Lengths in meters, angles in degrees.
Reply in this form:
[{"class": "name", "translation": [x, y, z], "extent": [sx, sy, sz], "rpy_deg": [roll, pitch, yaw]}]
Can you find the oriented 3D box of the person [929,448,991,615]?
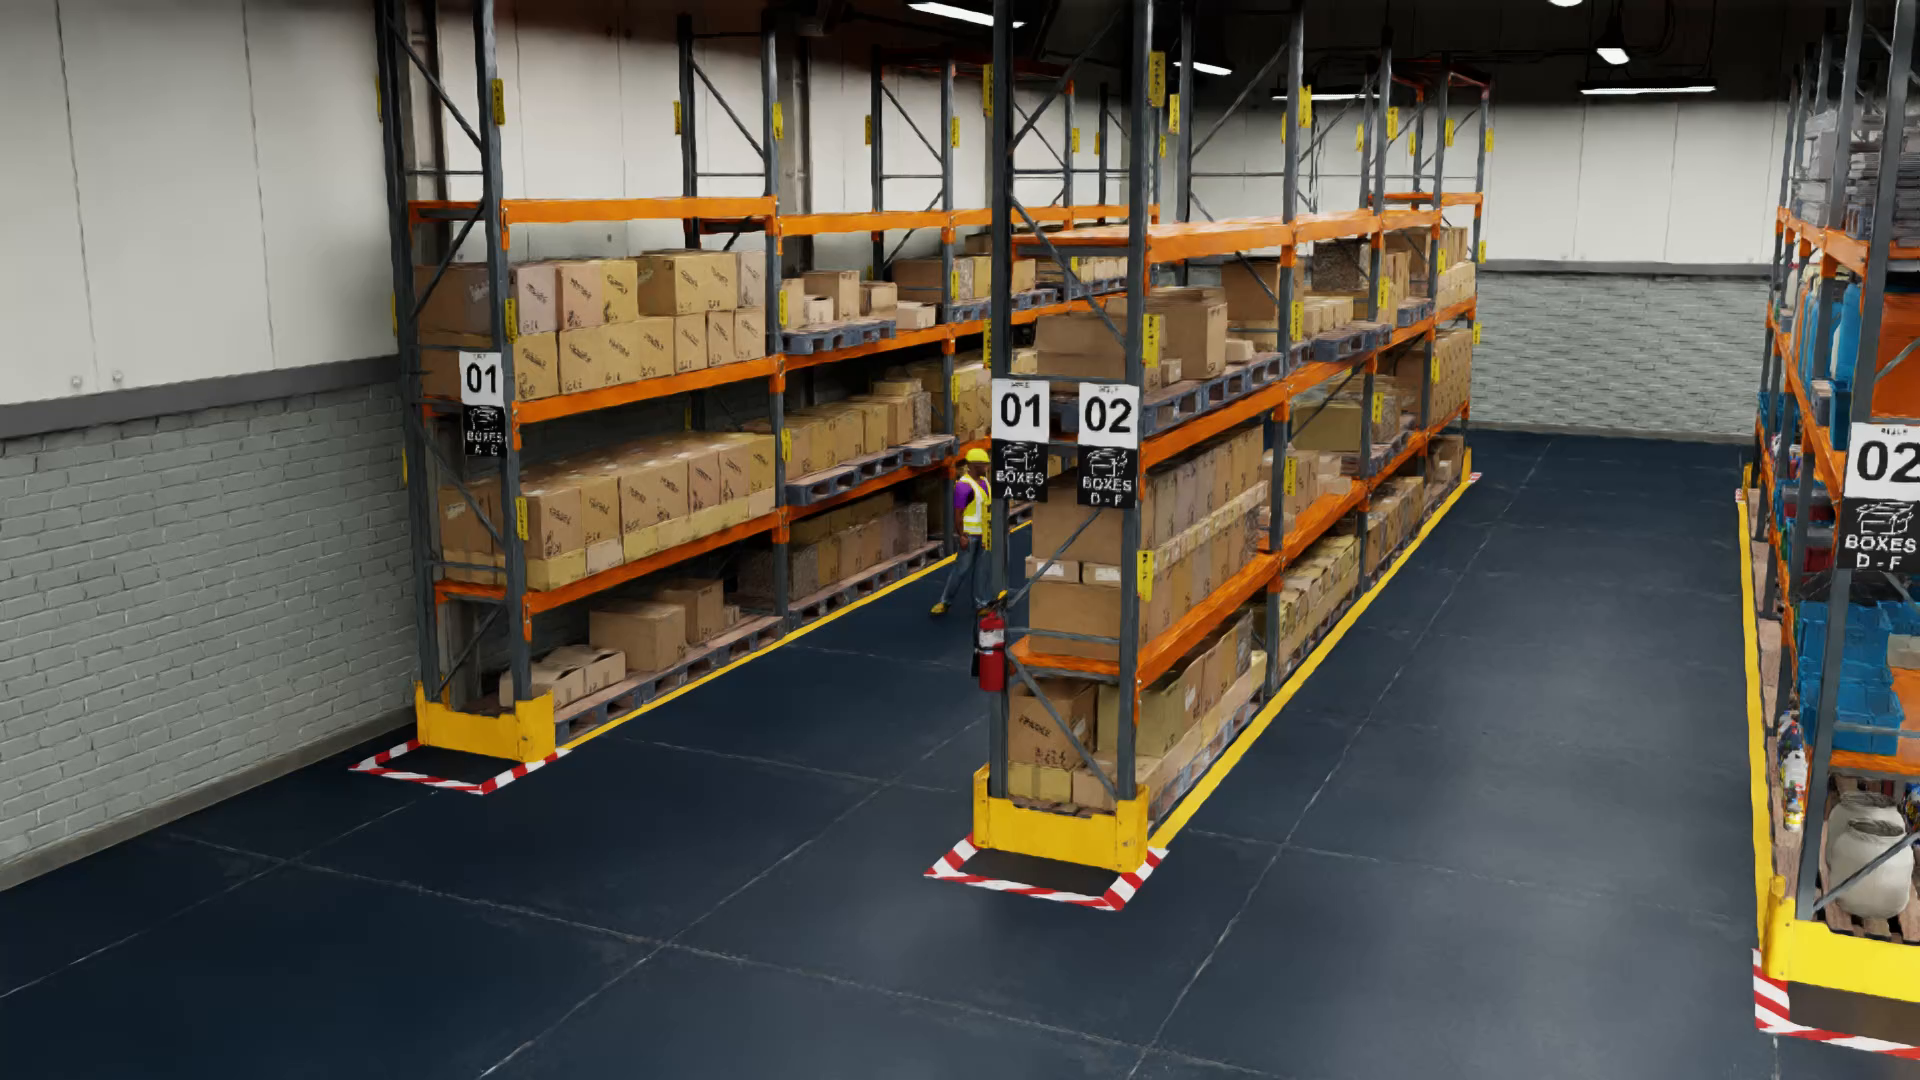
[{"class": "person", "translation": [0.097, -0.076, 17.275], "extent": [0.599, 1.771, 0.745], "rpy_deg": [8, 15, 34]}]
